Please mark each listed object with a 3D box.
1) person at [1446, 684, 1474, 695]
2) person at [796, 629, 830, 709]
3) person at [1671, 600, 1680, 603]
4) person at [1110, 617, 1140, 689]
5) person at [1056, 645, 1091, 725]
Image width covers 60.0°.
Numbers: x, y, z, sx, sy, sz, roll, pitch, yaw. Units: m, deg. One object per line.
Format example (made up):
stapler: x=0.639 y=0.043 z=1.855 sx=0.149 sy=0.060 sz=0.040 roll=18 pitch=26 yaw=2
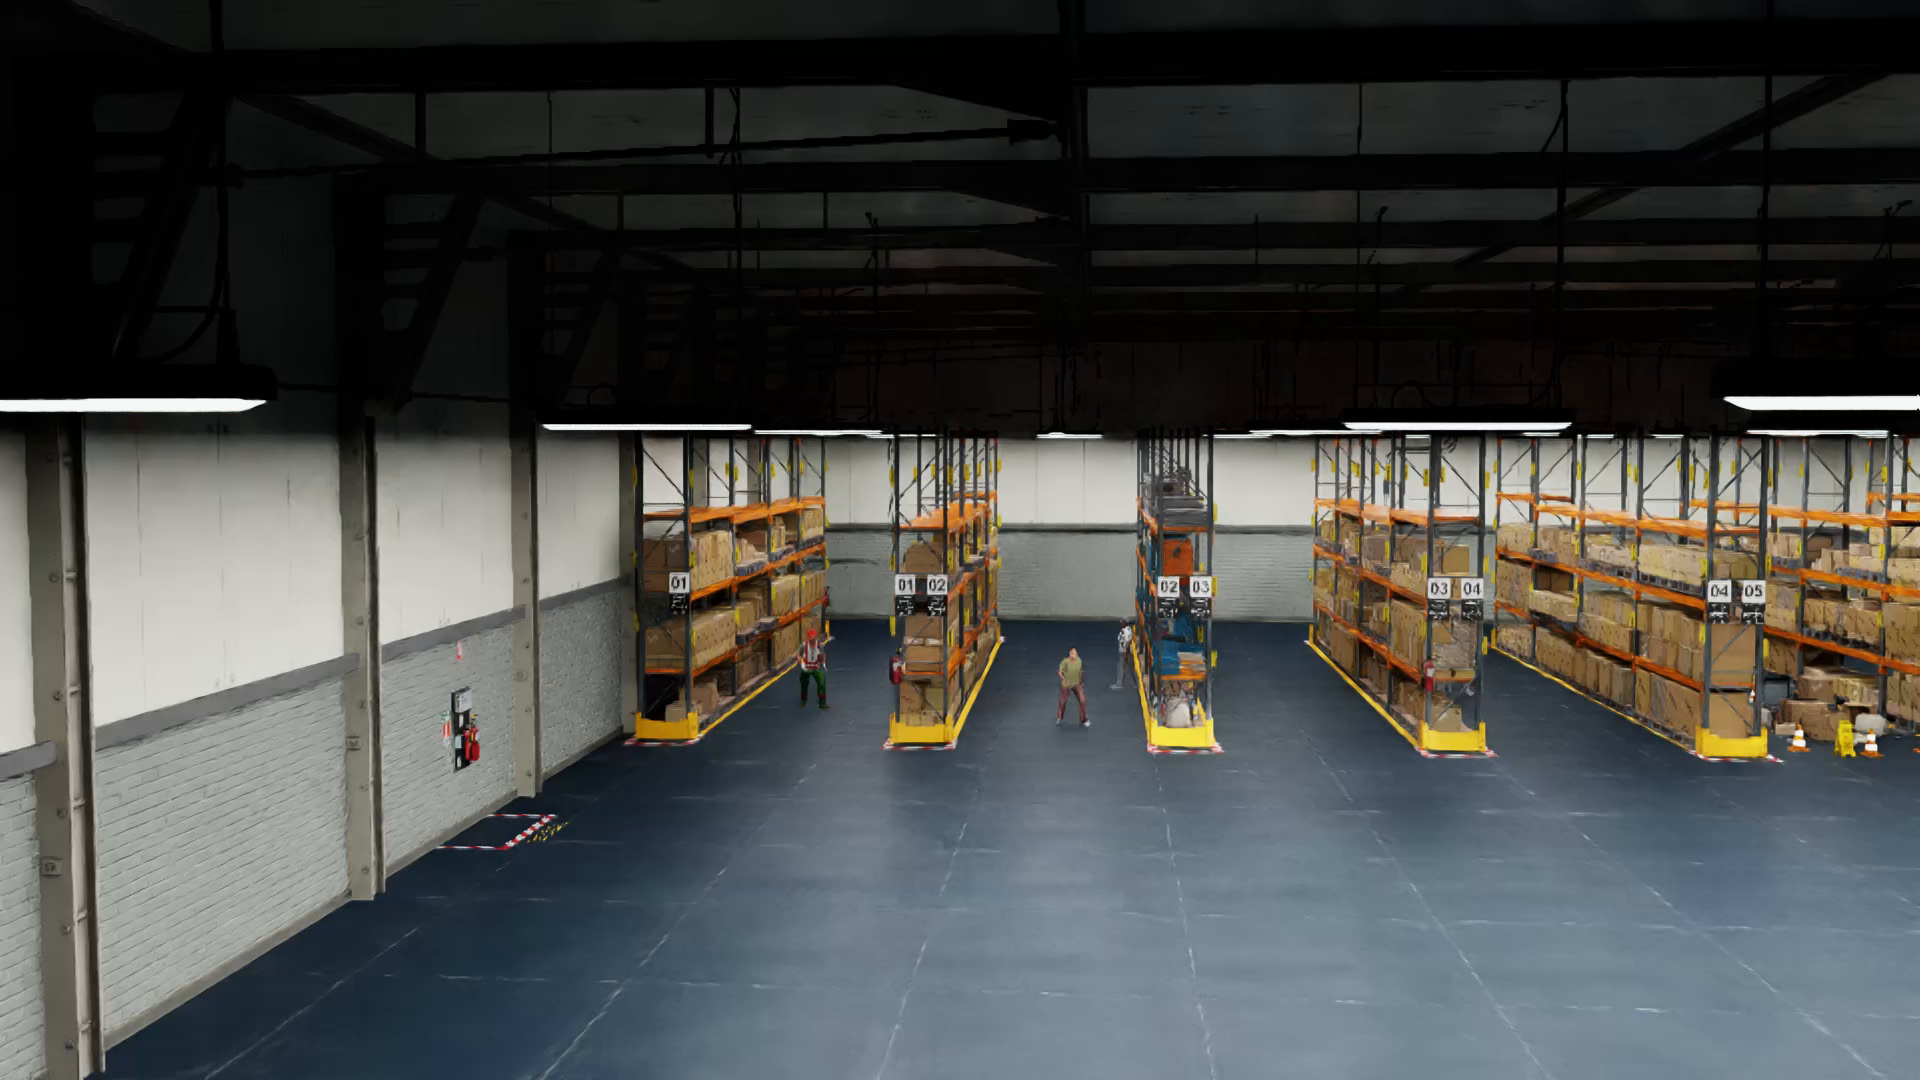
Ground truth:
person: x=11.185 y=2.651 z=37.321 sx=0.483 sy=1.621 sz=0.993 roll=0 pitch=3 yaw=-4
person: x=-3.148 y=2.726 z=35.372 sx=0.684 sy=1.714 sz=0.845 roll=-1 pitch=4 yaw=-12
person: x=18.647 y=2.242 z=43.294 sx=0.472 sy=1.791 sz=0.595 roll=1 pitch=4 yaw=15
person: x=3.809 y=2.589 z=38.311 sx=0.641 sy=1.661 sz=0.670 roll=-1 pitch=4 yaw=-15
person: x=2.243 y=2.899 z=33.434 sx=0.621 sy=1.601 sz=0.817 roll=-1 pitch=4 yaw=-12
